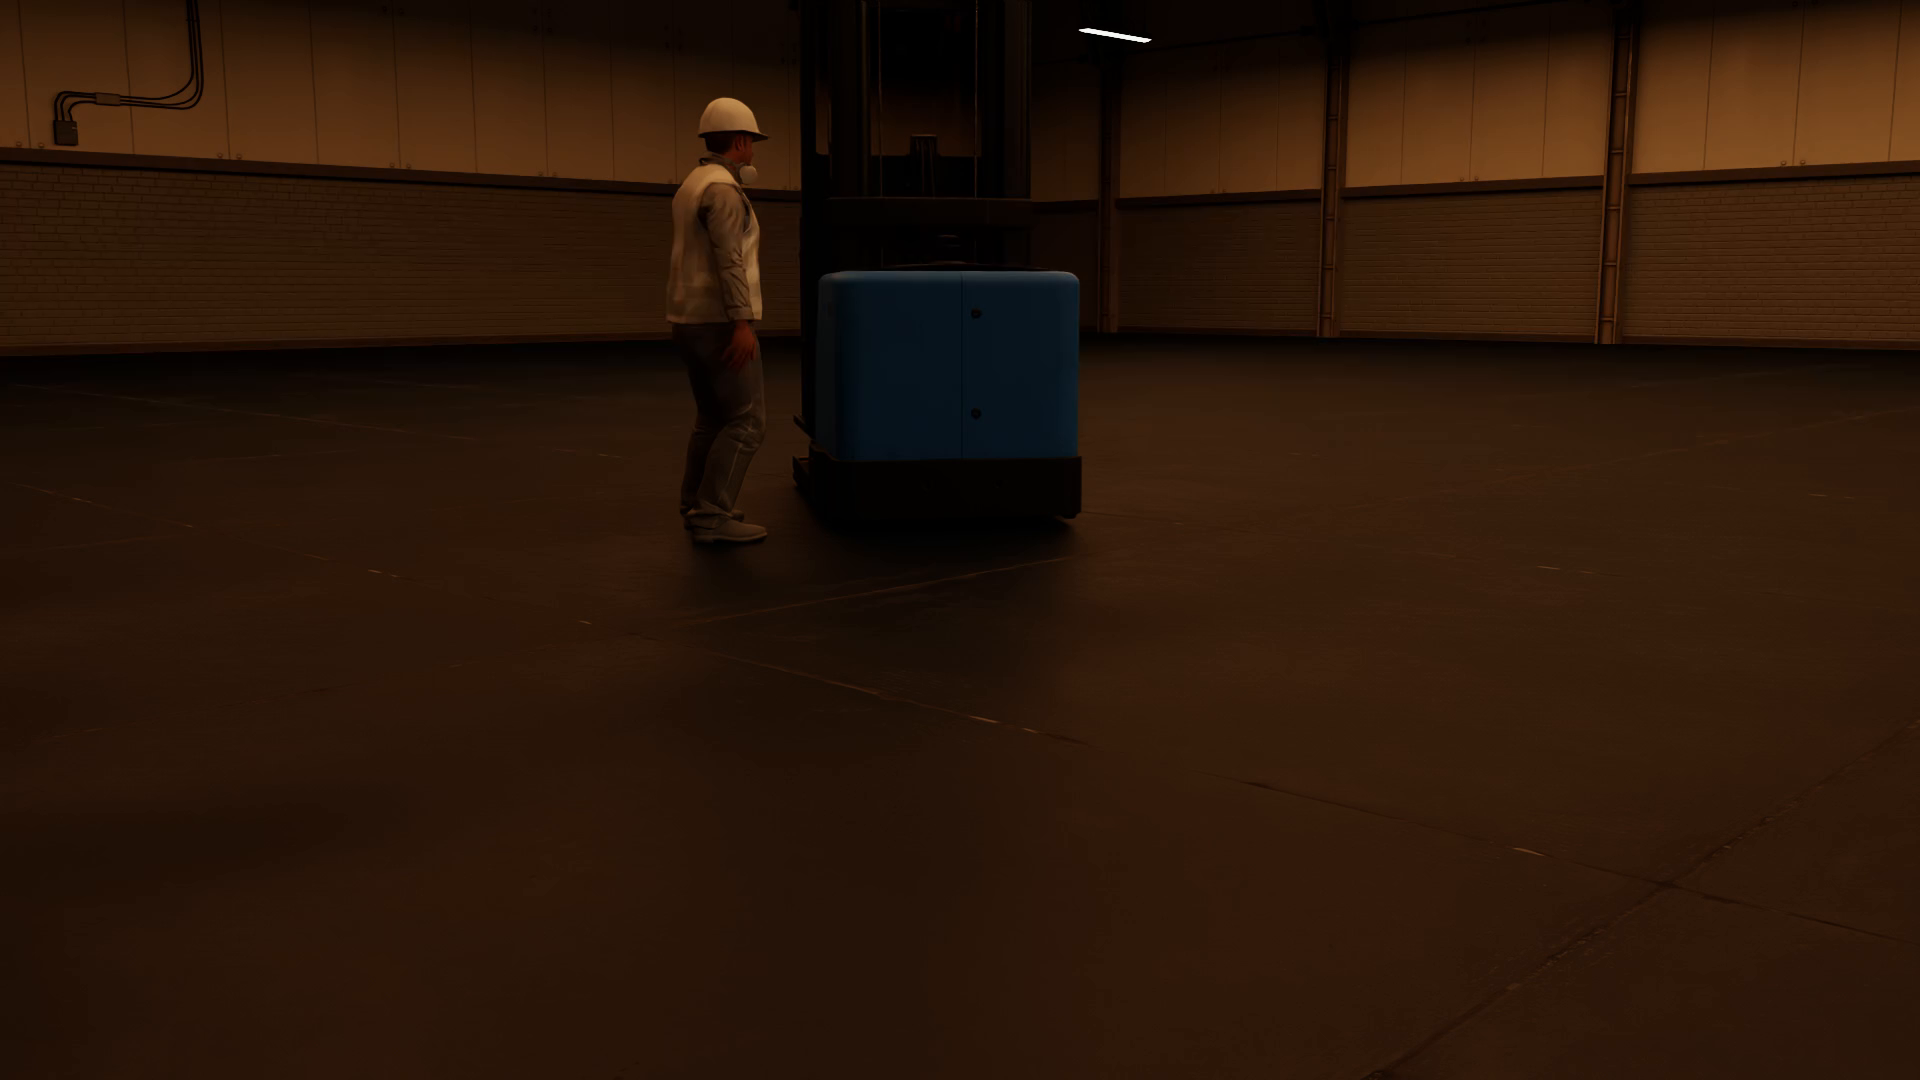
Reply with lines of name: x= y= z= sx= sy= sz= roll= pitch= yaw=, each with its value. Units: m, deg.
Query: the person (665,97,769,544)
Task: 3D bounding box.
person: x=-0.957 y=-0.878 z=6.683 sx=0.421 sy=1.748 sz=0.763 roll=-5 pitch=10 yaw=-28

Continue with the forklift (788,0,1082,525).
forklift: x=-0.249 y=-1.693 z=8.115 sx=1.130 sy=2.935 sz=3.031 roll=-1 pitch=9 yaw=-10
